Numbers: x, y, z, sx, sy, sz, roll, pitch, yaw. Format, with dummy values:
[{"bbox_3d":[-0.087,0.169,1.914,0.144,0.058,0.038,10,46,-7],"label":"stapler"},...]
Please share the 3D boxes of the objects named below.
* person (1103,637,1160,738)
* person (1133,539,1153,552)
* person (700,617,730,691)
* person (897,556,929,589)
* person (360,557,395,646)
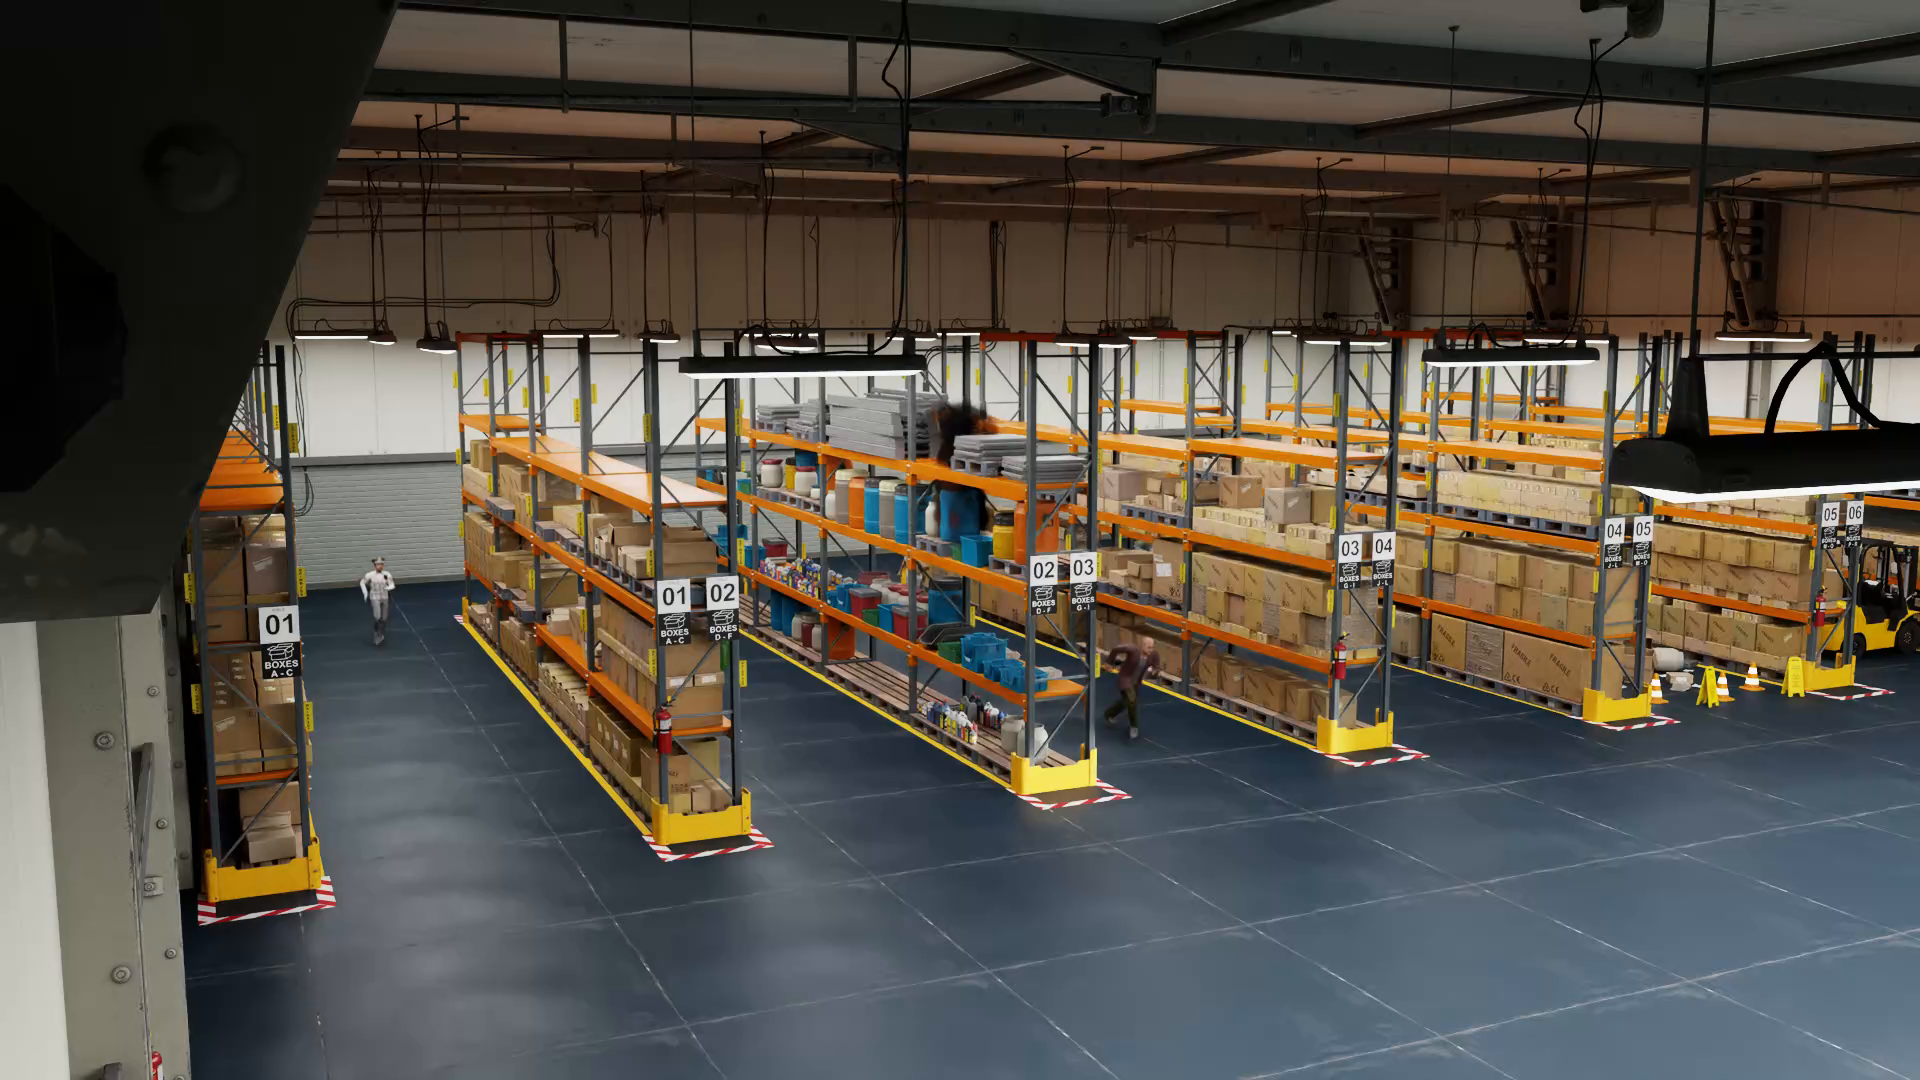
[{"bbox_3d":[2.597,2.184,25.295,0.700,1.574,1.234,-4,9,-26],"label":"person"},{"bbox_3d":[4.651,-0.140,41.799,0.710,1.774,0.732,5,9,30],"label":"person"},{"bbox_3d":[-4.106,1.695,28.193,0.663,1.713,0.686,-7,10,-42],"label":"person"},{"bbox_3d":[-0.986,0.807,35.336,0.701,1.626,0.615,1,8,5],"label":"person"},{"bbox_3d":[-11.203,1.177,32.090,0.586,1.717,0.695,-5,9,-32],"label":"person"}]
